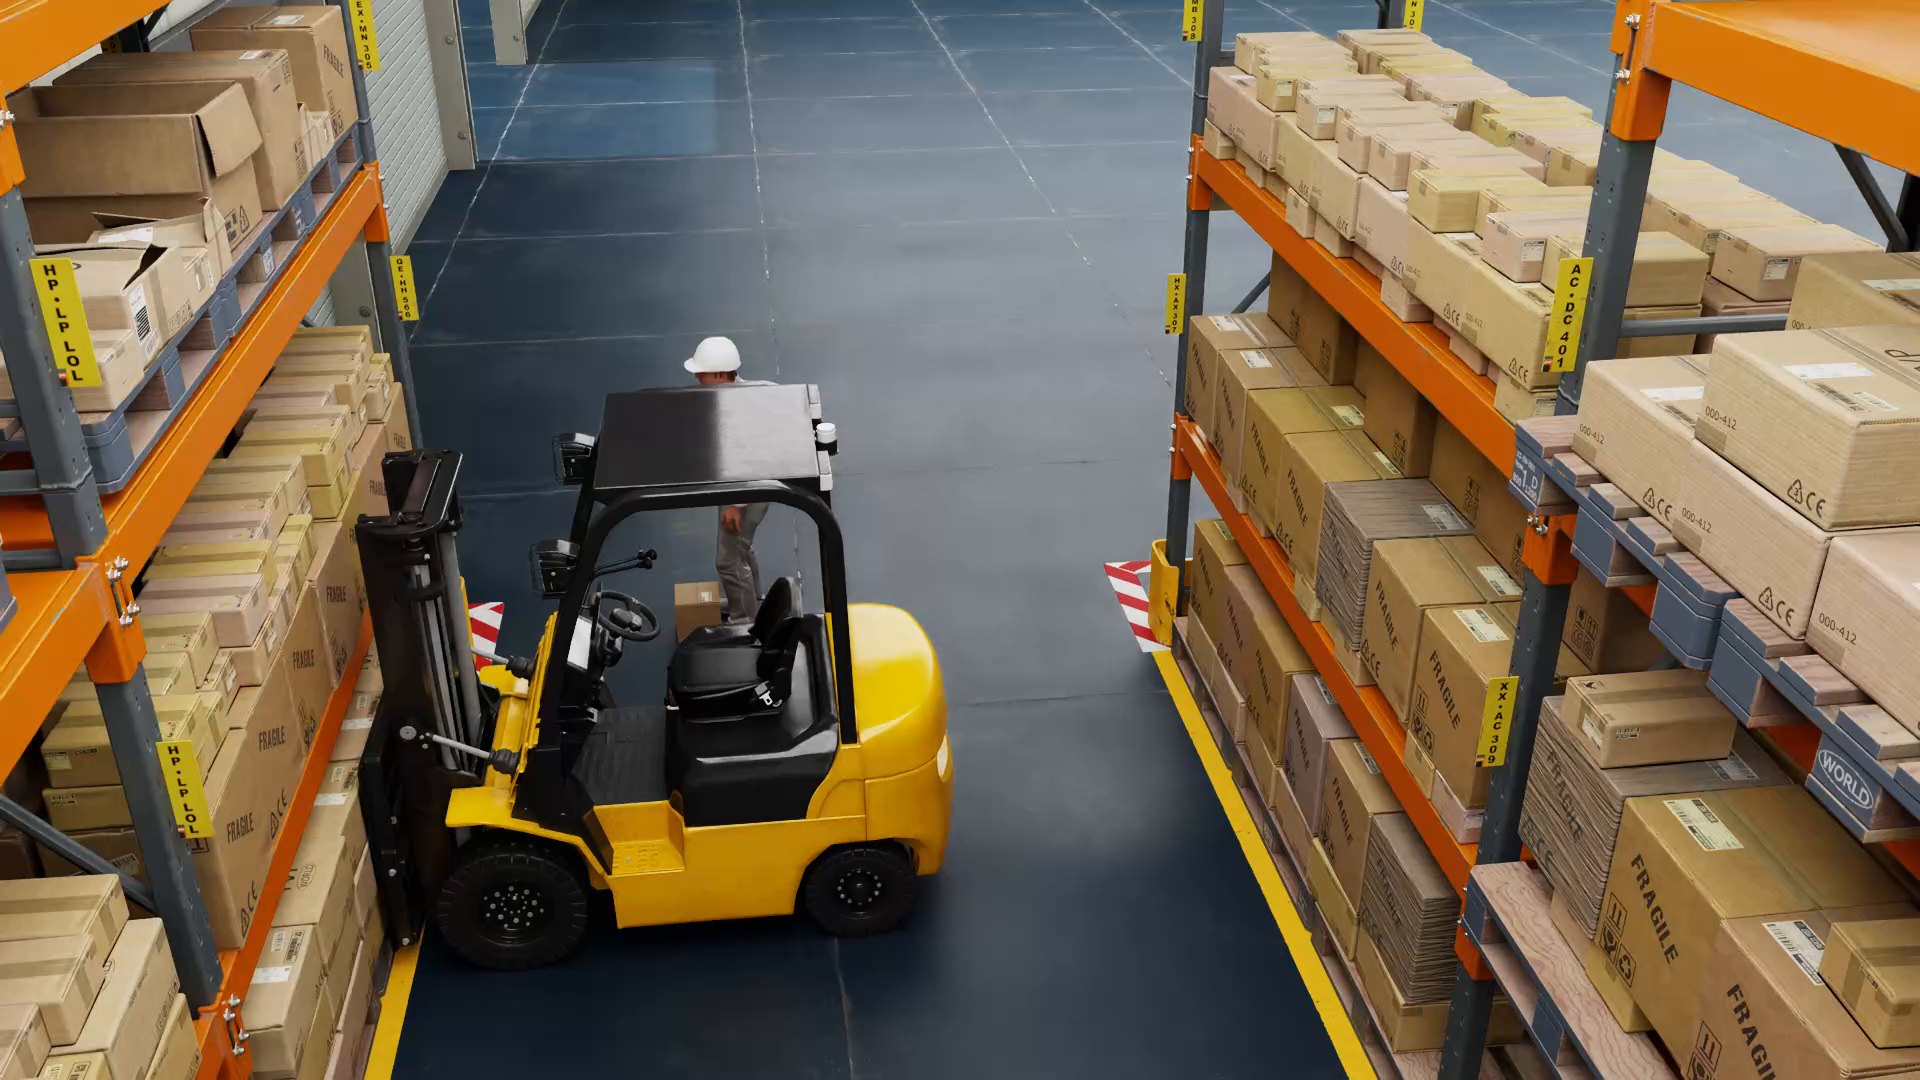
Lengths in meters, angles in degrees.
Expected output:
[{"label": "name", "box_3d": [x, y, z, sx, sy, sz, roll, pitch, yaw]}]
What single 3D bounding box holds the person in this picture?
[{"label": "person", "box_3d": [-1.236, -0.283, 9.143, 0.467, 1.773, 0.593, -5, 27, -10]}]
